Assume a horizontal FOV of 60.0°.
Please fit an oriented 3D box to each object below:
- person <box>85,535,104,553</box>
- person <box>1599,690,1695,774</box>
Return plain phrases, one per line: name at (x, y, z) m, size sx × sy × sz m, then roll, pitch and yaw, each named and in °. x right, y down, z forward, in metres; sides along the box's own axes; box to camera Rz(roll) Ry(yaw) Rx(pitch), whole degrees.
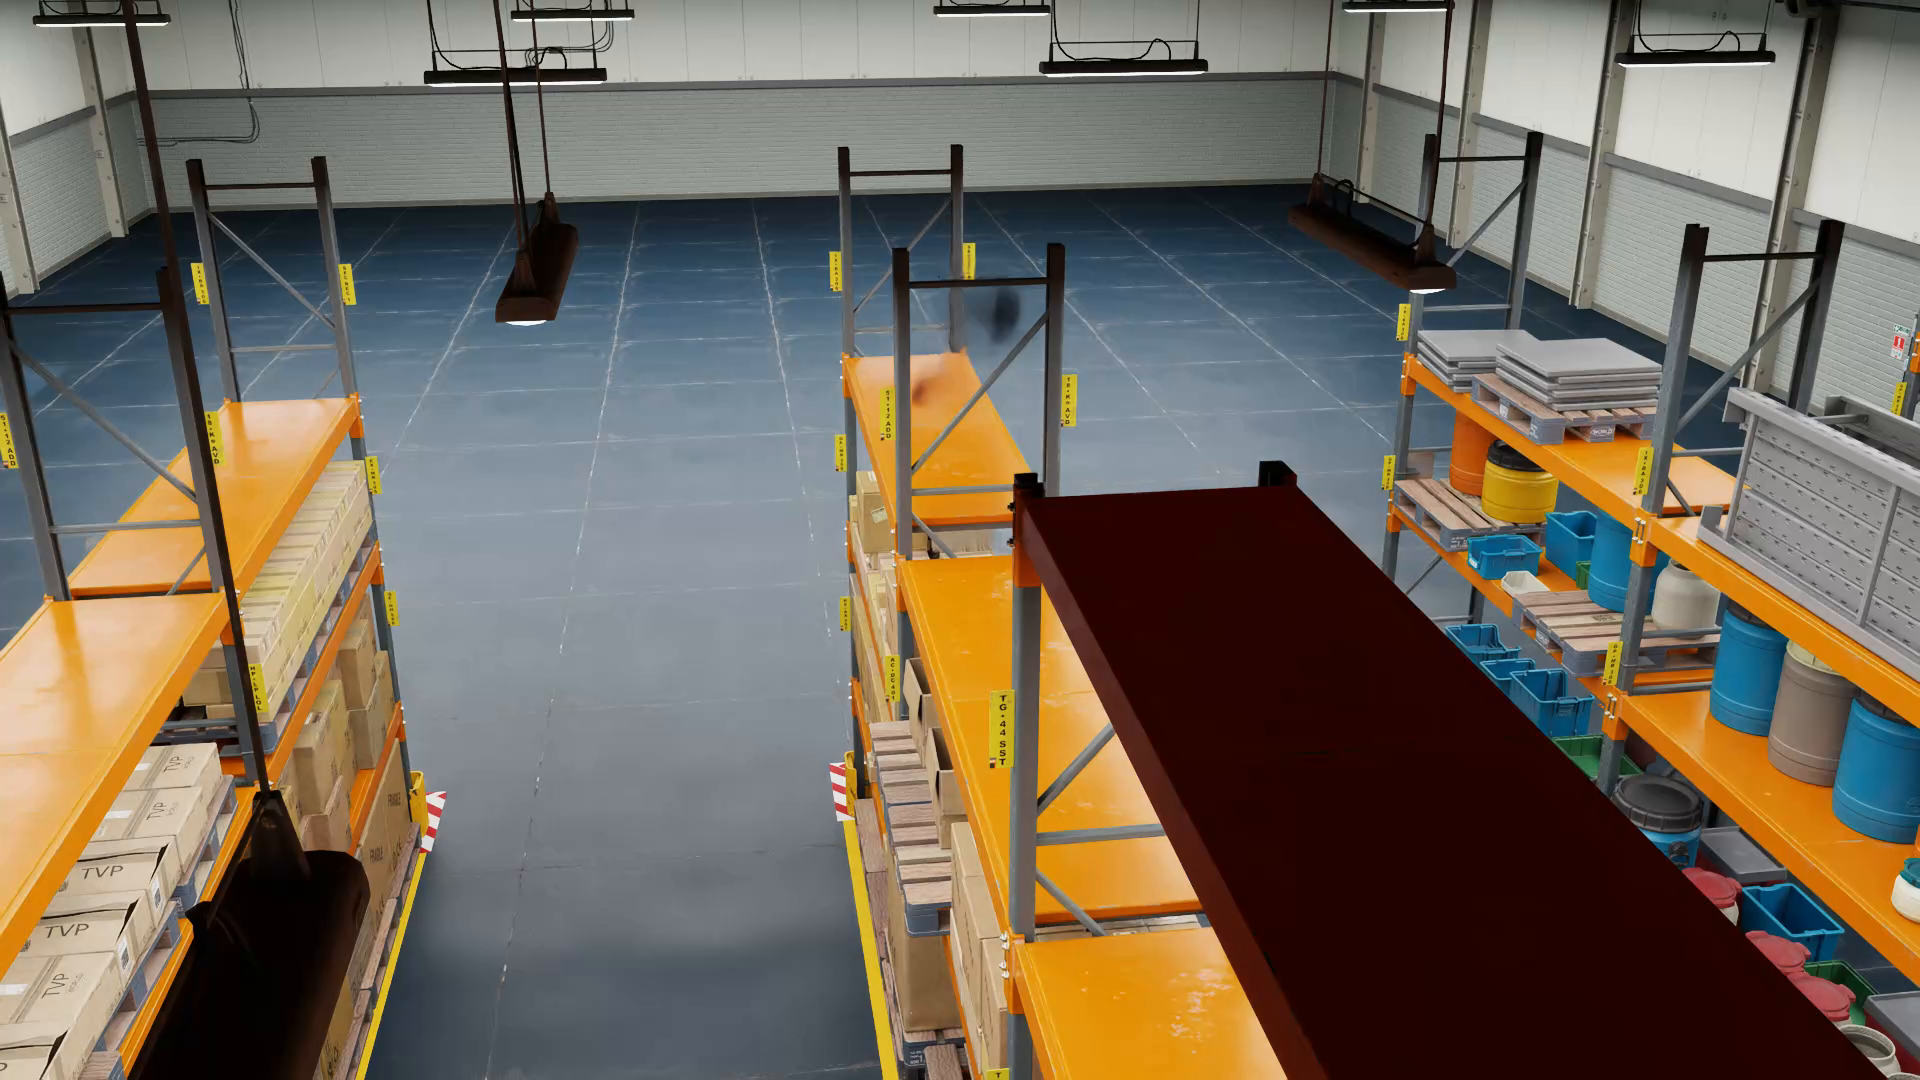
person at (-8.749, 0.809, 17.342) m, size 0.864 × 1.781 × 0.649 m, roll -15°, pitch 26°, yaw -34°
person at (6.148, 1.751, 14.844) m, size 0.687 × 1.775 × 0.941 m, roll -8°, pitch 23°, yaw -19°
